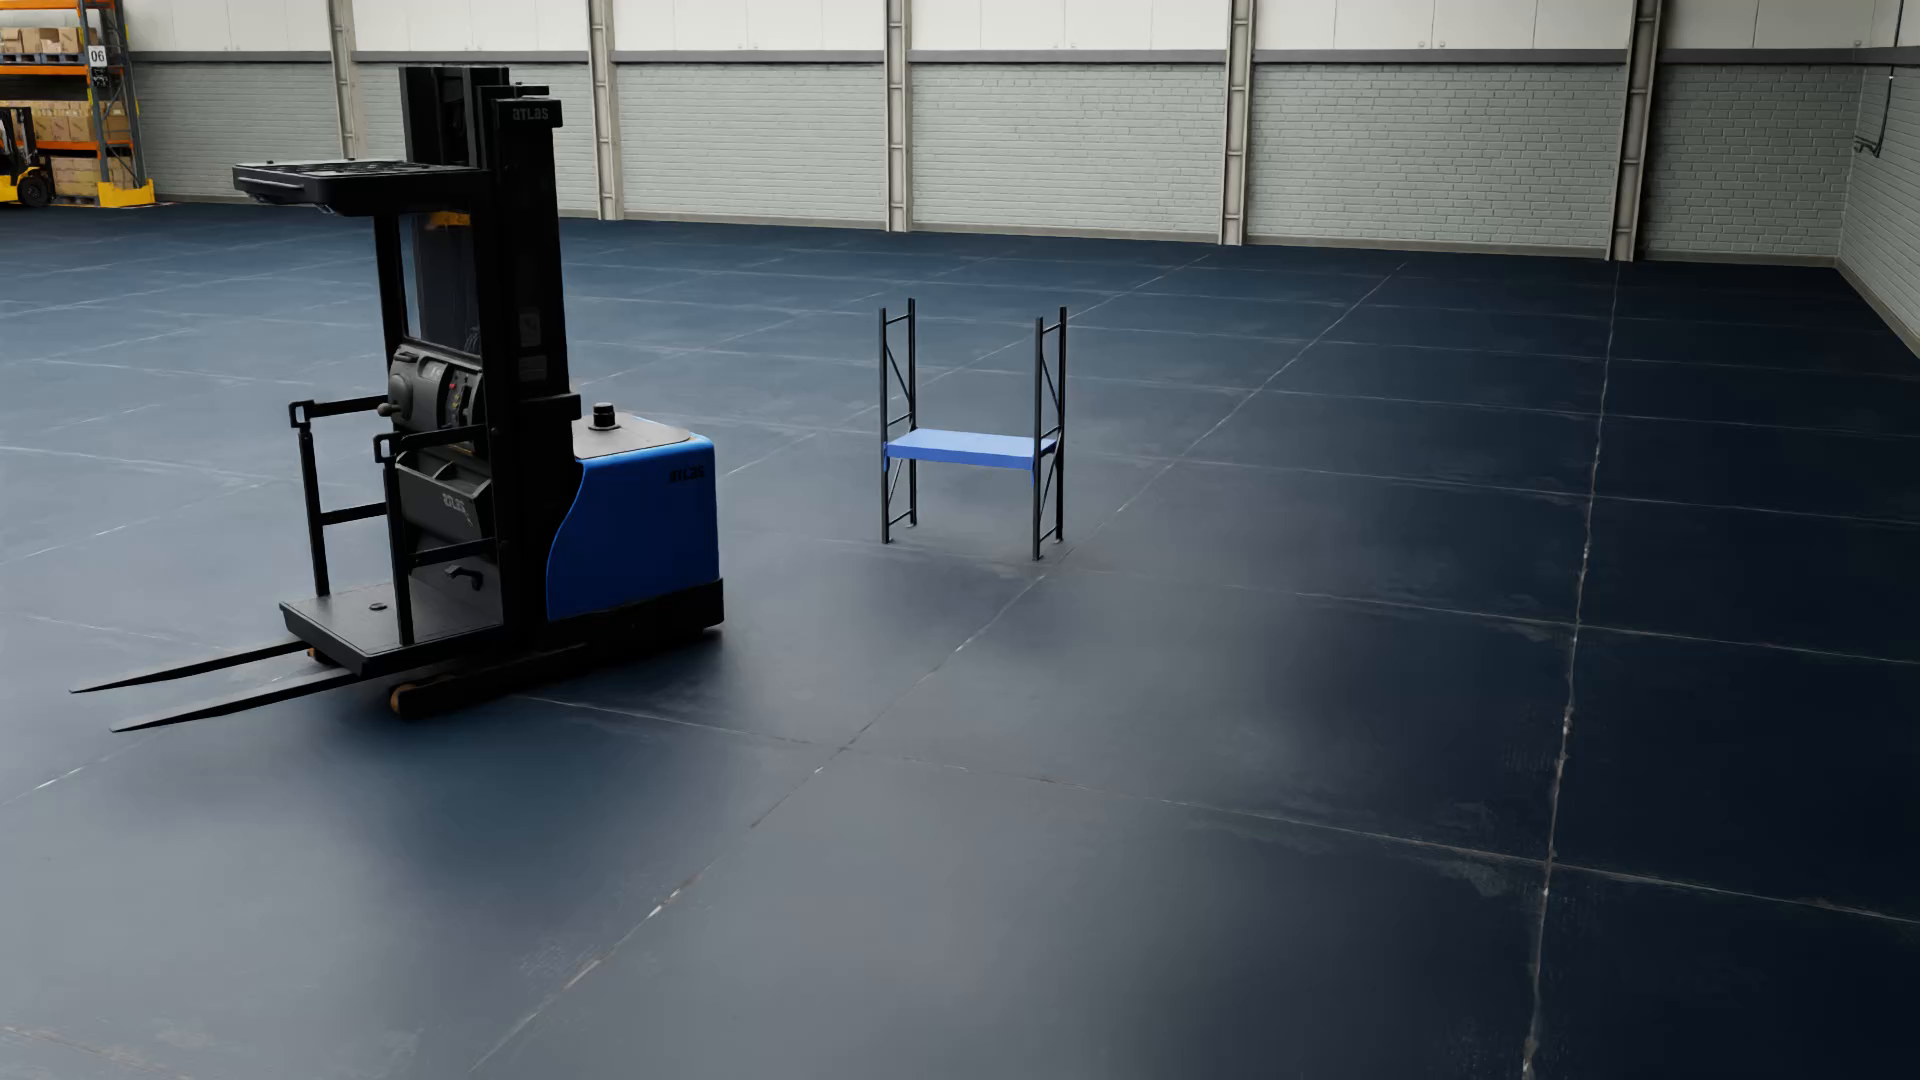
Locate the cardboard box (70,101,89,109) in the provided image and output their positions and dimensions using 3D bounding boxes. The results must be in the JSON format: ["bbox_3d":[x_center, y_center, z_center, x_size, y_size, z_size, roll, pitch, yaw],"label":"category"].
[{"bbox_3d":[-18.155,-8.992,34.392,0.250,0.149,0.380,6,17,21],"label":"cardboard box"}]

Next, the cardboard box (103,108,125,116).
[{"bbox_3d":[-17.724,-8.952,34.788,0.250,0.149,0.380,6,17,19],"label":"cardboard box"}]

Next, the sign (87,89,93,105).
[{"bbox_3d":[-17.716,-9.021,33.867,0.005,0.325,0.100,6,17,21],"label":"sign"}]

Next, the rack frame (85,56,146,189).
[{"bbox_3d":[-17.504,-8.491,34.541,0.127,3.000,1.000,6,17,21],"label":"rack frame"}]

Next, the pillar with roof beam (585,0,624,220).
[{"bbox_3d":[-8.237,-9.333,26.681,0.400,9.000,9.100,6,17,21],"label":"pillar with roof beam"}]

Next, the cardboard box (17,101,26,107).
[{"bbox_3d":[-19.571,-9.161,34.972,0.250,0.149,0.380,6,17,21],"label":"cardboard box"}]

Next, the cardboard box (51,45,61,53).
[{"bbox_3d":[-18.386,-10.066,34.106,0.250,0.149,0.380,6,17,19],"label":"cardboard box"}]

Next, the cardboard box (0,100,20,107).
[{"bbox_3d":[-20.067,-9.193,35.084,0.250,0.149,0.380,6,17,20],"label":"cardboard box"}]

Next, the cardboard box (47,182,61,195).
[{"bbox_3d":[-18.978,-7.445,35.117,0.500,0.250,0.500,6,17,21],"label":"cardboard box"}]

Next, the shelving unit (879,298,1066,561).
[{"bbox_3d":[0.079,-0.712,10.434,1.048,1.500,0.538,6,17,21],"label":"shelving unit"}]

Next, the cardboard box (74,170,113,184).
[{"bbox_3d":[-18.071,-7.581,34.689,0.500,0.250,0.500,6,17,20],"label":"cardboard box"}]

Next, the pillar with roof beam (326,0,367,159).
[{"bbox_3d":[-13.819,-9.947,28.795,0.400,9.000,9.100,6,17,21],"label":"pillar with roof beam"}]

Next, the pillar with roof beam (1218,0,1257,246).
[{"bbox_3d":[2.926,-8.105,22.453,0.400,9.000,9.100,6,17,21],"label":"pillar with roof beam"}]

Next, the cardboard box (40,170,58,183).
[{"bbox_3d":[-19.022,-7.682,35.038,0.500,0.250,0.500,6,17,19],"label":"cardboard box"}]

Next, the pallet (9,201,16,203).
[{"bbox_3d":[-20.500,-7.469,36.022,1.213,0.211,1.003,6,17,21],"label":"pallet"}]

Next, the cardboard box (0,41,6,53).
[{"bbox_3d":[-19.956,-10.295,34.684,0.258,0.266,0.396,6,17,19],"label":"cardboard box"}]

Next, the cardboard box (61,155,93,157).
[{"bbox_3d":[-18.809,-8.055,35.424,0.500,0.250,0.500,6,17,20],"label":"cardboard box"}]

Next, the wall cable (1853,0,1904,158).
[{"bbox_3d":[12.342,-6.473,22.398,0.112,2.526,3.097,6,17,21],"label":"wall cable"}]

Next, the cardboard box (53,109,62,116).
[{"bbox_3d":[-18.623,-8.902,34.616,0.250,0.149,0.380,6,17,20],"label":"cardboard box"}]

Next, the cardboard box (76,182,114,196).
[{"bbox_3d":[-18.057,-7.338,34.749,0.500,0.250,0.500,6,17,21],"label":"cardboard box"}]

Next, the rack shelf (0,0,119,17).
[{"bbox_3d":[-19.364,-11.039,34.566,4.000,0.370,1.077,6,17,21],"label":"rack shelf"}]

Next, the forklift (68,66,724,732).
[{"bbox_3d":[-2.700,-0.731,7.934,3.031,2.935,1.130,-14,21,-40],"label":"forklift"}]

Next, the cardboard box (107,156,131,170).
[{"bbox_3d":[-17.882,-7.951,35.065,0.500,0.250,0.500,6,17,20],"label":"cardboard box"}]

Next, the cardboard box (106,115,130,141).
[{"bbox_3d":[-17.863,-8.662,34.950,0.500,0.500,0.500,7,18,22],"label":"cardboard box"}]

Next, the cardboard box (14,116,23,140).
[{"bbox_3d":[-19.486,-8.678,35.005,0.500,0.500,0.500,6,17,21],"label":"cardboard box"}]

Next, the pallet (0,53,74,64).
[{"bbox_3d":[-19.291,-10.092,34.836,1.213,0.211,1.003,6,17,21],"label":"pallet"}]

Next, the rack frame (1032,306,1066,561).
[{"bbox_3d":[0.552,-0.660,10.255,0.032,1.500,0.500,6,17,21],"label":"rack frame"}]

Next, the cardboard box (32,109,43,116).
[{"bbox_3d":[-19.131,-8.938,34.739,0.250,0.149,0.380,6,17,21],"label":"cardboard box"}]

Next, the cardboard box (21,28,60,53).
[{"bbox_3d":[-18.921,-10.342,34.425,0.500,0.500,0.700,6,17,21],"label":"cardboard box"}]

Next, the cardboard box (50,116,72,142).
[{"bbox_3d":[-18.537,-8.577,34.657,0.500,0.500,0.500,7,18,22],"label":"cardboard box"}]

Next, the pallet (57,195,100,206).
[{"bbox_3d":[-18.231,-7.219,35.162,1.213,0.211,1.003,6,17,21],"label":"pallet"}]

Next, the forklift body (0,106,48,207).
[{"bbox_3d":[-19.937,-7.804,33.698,1.214,2.155,2.313,6,17,21],"label":"forklift body"}]

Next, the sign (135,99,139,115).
[{"bbox_3d":[-17.295,-9.088,34.903,0.005,0.325,0.100,6,17,21],"label":"sign"}]

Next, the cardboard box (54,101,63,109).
[{"bbox_3d":[-18.613,-9.057,34.615,0.250,0.149,0.380,6,17,21],"label":"cardboard box"}]

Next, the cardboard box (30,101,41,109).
[{"bbox_3d":[-19.138,-9.080,34.693,0.250,0.149,0.380,7,17,22],"label":"cardboard box"}]

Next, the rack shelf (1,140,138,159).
[{"bbox_3d":[-19.364,-8.350,35.346,4.000,0.370,1.077,6,17,21],"label":"rack shelf"}]

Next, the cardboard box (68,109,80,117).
[{"bbox_3d":[-18.178,-8.832,34.372,0.250,0.149,0.380,7,17,22],"label":"cardboard box"}]

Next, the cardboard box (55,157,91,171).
[{"bbox_3d":[-18.524,-7.869,34.785,0.500,0.250,0.500,7,17,22],"label":"cardboard box"}]
